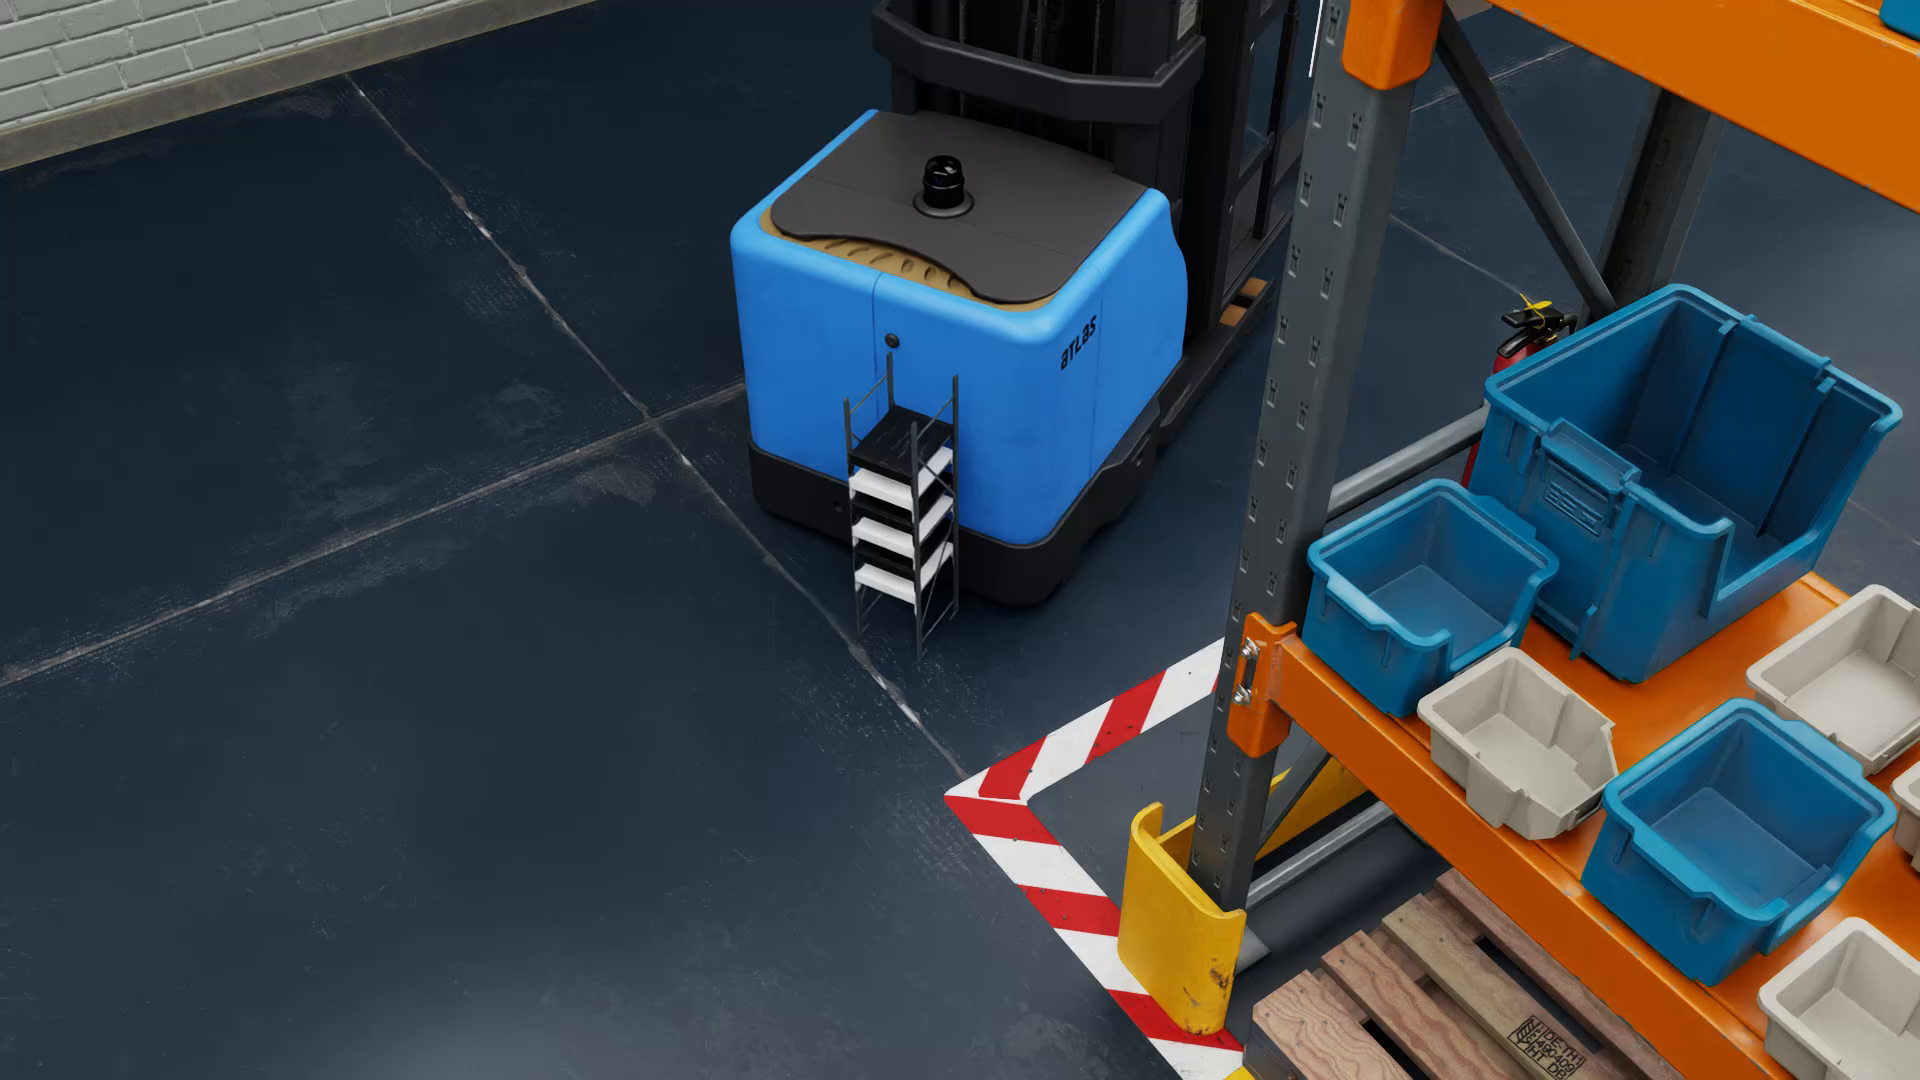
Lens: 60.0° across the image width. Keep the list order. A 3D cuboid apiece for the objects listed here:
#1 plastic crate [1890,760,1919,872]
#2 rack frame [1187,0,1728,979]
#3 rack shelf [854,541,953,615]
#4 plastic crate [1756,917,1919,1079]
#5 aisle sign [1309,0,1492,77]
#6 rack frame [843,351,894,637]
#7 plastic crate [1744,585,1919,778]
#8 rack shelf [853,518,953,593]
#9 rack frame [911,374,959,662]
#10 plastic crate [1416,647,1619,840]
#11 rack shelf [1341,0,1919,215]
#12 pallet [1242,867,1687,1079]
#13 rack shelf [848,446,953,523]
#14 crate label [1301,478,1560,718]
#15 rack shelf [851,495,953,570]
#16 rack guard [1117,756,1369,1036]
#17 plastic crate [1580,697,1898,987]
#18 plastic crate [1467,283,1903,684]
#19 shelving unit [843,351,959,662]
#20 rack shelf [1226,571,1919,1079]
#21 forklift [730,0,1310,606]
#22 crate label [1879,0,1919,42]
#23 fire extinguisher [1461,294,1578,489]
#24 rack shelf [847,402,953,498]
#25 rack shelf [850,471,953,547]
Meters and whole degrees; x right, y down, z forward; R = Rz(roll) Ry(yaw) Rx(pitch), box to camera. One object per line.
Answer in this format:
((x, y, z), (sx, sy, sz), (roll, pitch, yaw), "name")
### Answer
((1.740, 0.441, 2.764), (0.396, 0.136, 0.243), (-26, 49, -24), "plastic crate")
((0.971, -0.193, 3.280), (1.000, 3.000, 0.127), (-26, 49, -24), "rack frame")
((-0.154, 0.078, 4.825), (0.200, 0.077, 0.258), (21, 48, 21), "rack shelf")
((1.345, 0.749, 2.441), (0.250, 0.136, 0.298), (-26, 49, -24), "plastic crate")
((0.686, -1.057, 2.302), (0.394, 0.787, 0.004), (-26, 49, -24), "aisle sign")
((-0.243, -0.110, 4.713), (0.006, 0.900, 0.240), (21, 48, 21), "rack frame")
((1.586, 0.271, 2.942), (0.396, 0.136, 0.243), (-26, 49, -24), "plastic crate")
((-0.154, 0.013, 4.763), (0.200, 0.077, 0.258), (21, 48, 21), "rack shelf")
((-0.065, -0.042, 4.642), (0.006, 0.900, 0.240), (21, 48, 21), "rack frame")
((0.957, 0.365, 2.843), (0.250, 0.136, 0.298), (-26, 49, -24), "plastic crate")
((2.115, 0.115, 1.306), (1.077, 0.370, 4.000), (-26, 49, -24), "rack shelf")
((1.411, 1.298, 3.738), (1.003, 0.211, 1.213), (-26, 49, -24), "pallet")
((-0.154, -0.182, 4.576), (0.200, 0.077, 0.258), (21, 48, 21), "rack shelf")
((0.842, 0.115, 3.035), (0.416, 0.233, 0.303), (-26, 49, -24), "crate label")
((-0.154, -0.052, 4.701), (0.200, 0.077, 0.258), (21, 48, 21), "rack shelf")
((0.946, 0.702, 4.152), (1.175, 0.500, 0.348), (-26, 49, -24), "rack guard")
((1.218, 0.488, 2.644), (0.416, 0.233, 0.300), (-26, 49, -24), "plastic crate")
((1.315, -0.112, 3.126), (0.616, 0.435, 0.499), (-26, 49, -24), "plastic crate")
((-0.154, -0.076, 4.678), (0.210, 0.900, 0.258), (21, 48, 21), "shelving unit")
((2.115, 1.200, 2.342), (1.077, 0.370, 4.000), (-26, 49, -24), "rack shelf")
((0.495, -1.875, 5.091), (1.130, 2.935, 3.031), (21, 47, 21), "forklift")
((1.233, -0.574, 1.615), (0.408, 0.251, 0.502), (-26, 49, -24), "crate label")
((1.257, -0.295, 3.713), (0.296, 0.674, 0.183), (-26, 49, -24), "fire extinguisher")
((-0.154, -0.247, 4.514), (0.200, 0.077, 0.258), (21, 48, 21), "rack shelf")
((-0.154, -0.117, 4.638), (0.200, 0.077, 0.258), (21, 48, 21), "rack shelf")
